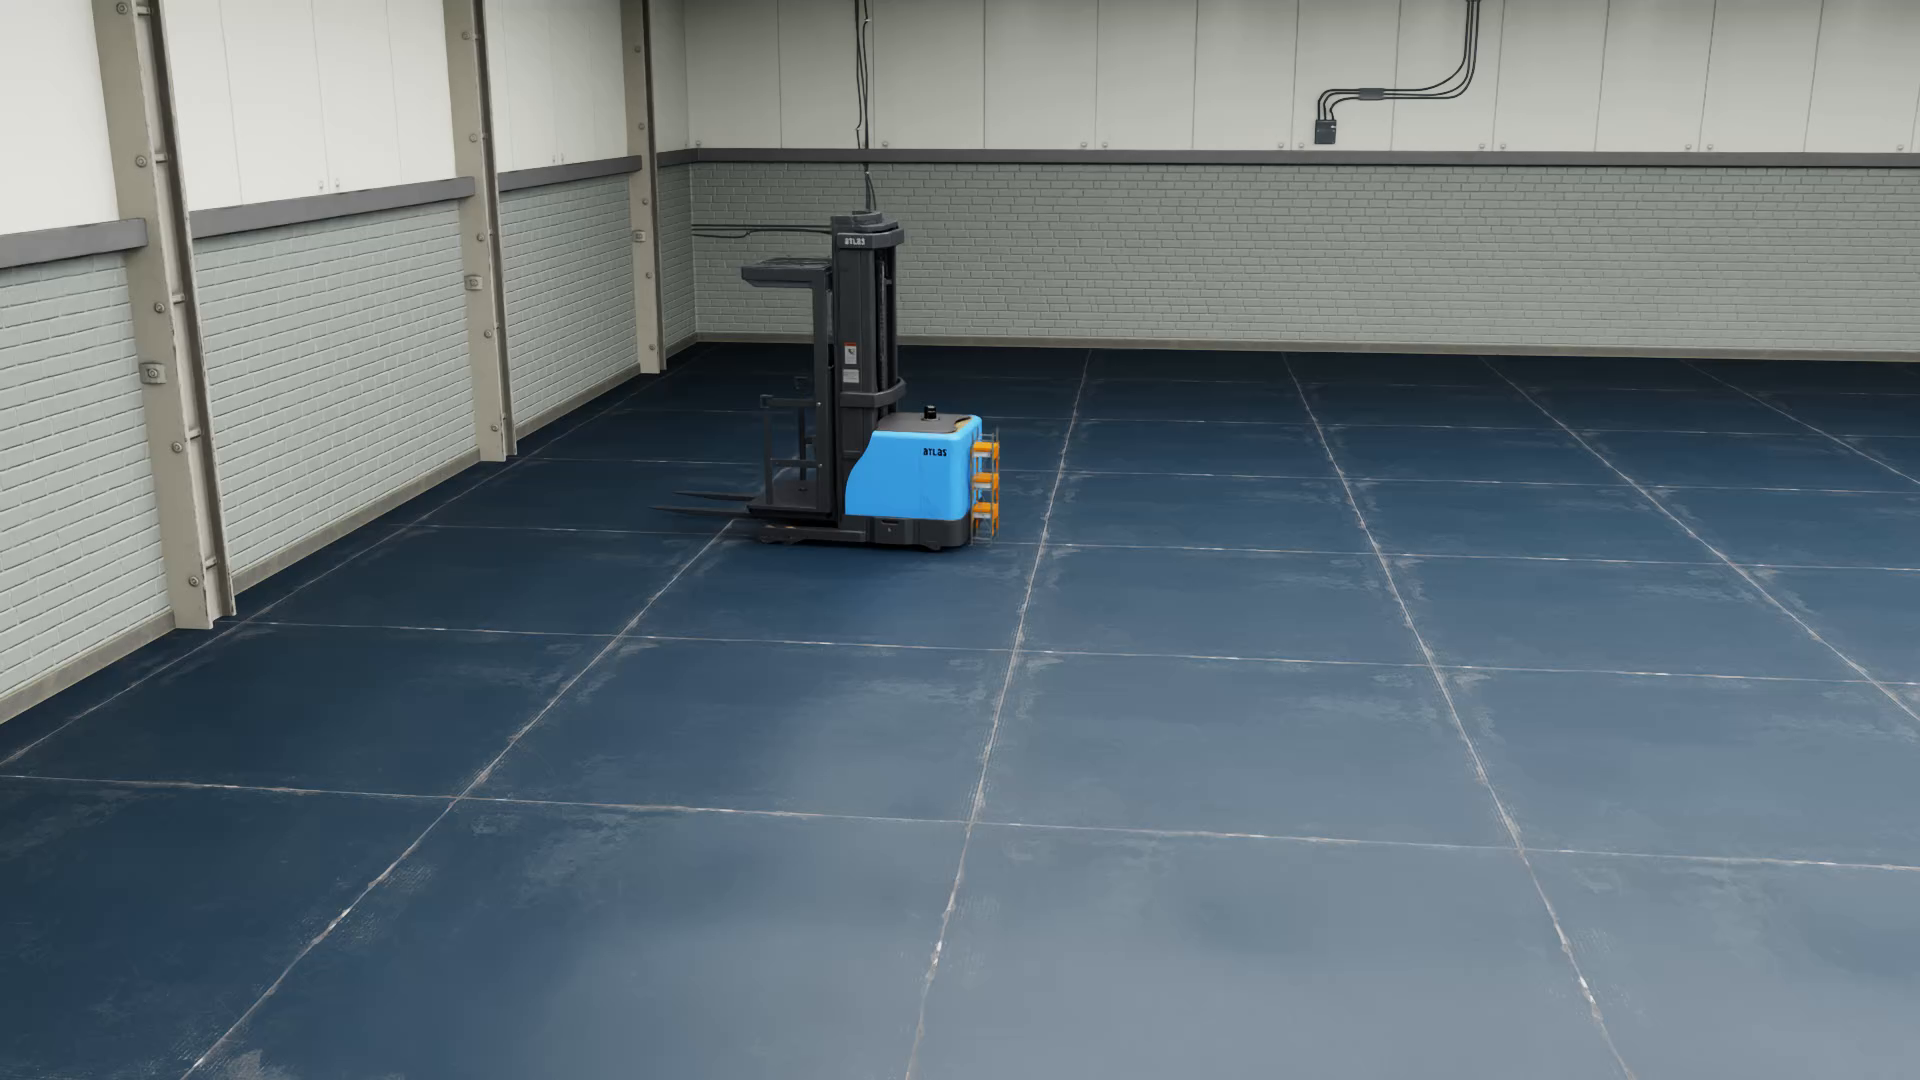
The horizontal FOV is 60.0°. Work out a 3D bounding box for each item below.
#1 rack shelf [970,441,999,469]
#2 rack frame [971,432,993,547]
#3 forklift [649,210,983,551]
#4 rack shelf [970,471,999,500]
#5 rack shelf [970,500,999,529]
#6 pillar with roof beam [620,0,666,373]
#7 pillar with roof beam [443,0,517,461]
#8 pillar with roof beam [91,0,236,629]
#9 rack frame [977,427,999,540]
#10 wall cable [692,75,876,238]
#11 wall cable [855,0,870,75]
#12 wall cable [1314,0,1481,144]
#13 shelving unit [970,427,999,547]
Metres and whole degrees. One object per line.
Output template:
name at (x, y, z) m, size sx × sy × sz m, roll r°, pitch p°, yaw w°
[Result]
rack shelf at (0.224, -0.743, 14.941) m, size 0.215 × 0.259 × 0.240 m, roll 3°, pitch 16°, yaw 12°
rack frame at (0.197, -0.449, 14.898) m, size 0.200 × 1.050 × 0.008 m, roll 3°, pitch 16°, yaw 12°
forklift at (-1.358, -1.501, 15.186) m, size 3.031 × 2.935 × 1.130 m, roll 3°, pitch 15°, yaw 12°
rack shelf at (0.224, -0.470, 15.016) m, size 0.215 × 0.259 × 0.240 m, roll 3°, pitch 16°, yaw 12°
rack shelf at (0.224, -0.201, 15.088) m, size 0.215 × 0.259 × 0.240 m, roll 3°, pitch 16°, yaw 12°
pillar with roof beam at (-0.242, -6.702, 22.797) m, size 9.100 × 9.000 × 0.400 m, roll 2°, pitch 15°, yaw 6°
pillar with roof beam at (-0.919, -5.146, 17.042) m, size 9.100 × 9.000 × 0.400 m, roll 2°, pitch 15°, yaw 6°
pillar with roof beam at (-1.596, -3.590, 11.287) m, size 9.100 × 9.000 × 0.400 m, roll 2°, pitch 15°, yaw 6°
rack frame at (0.251, -0.511, 15.128) m, size 0.200 × 1.050 × 0.008 m, roll 3°, pitch 16°, yaw 12°
wall cable at (-2.874, -6.055, 26.353) m, size 3.097 × 2.526 × 0.112 m, roll 2°, pitch 15°, yaw 6°
wall cable at (-0.185, -8.414, 25.399) m, size 3.097 × 2.526 × 0.112 m, roll 2°, pitch 15°, yaw 6°
wall cable at (6.558, -8.912, 24.454) m, size 2.305 × 6.003 × 0.169 m, roll 2°, pitch 15°, yaw 6°
shelving unit at (0.224, -0.480, 15.013) m, size 0.215 × 1.050 × 0.252 m, roll 3°, pitch 16°, yaw 12°
